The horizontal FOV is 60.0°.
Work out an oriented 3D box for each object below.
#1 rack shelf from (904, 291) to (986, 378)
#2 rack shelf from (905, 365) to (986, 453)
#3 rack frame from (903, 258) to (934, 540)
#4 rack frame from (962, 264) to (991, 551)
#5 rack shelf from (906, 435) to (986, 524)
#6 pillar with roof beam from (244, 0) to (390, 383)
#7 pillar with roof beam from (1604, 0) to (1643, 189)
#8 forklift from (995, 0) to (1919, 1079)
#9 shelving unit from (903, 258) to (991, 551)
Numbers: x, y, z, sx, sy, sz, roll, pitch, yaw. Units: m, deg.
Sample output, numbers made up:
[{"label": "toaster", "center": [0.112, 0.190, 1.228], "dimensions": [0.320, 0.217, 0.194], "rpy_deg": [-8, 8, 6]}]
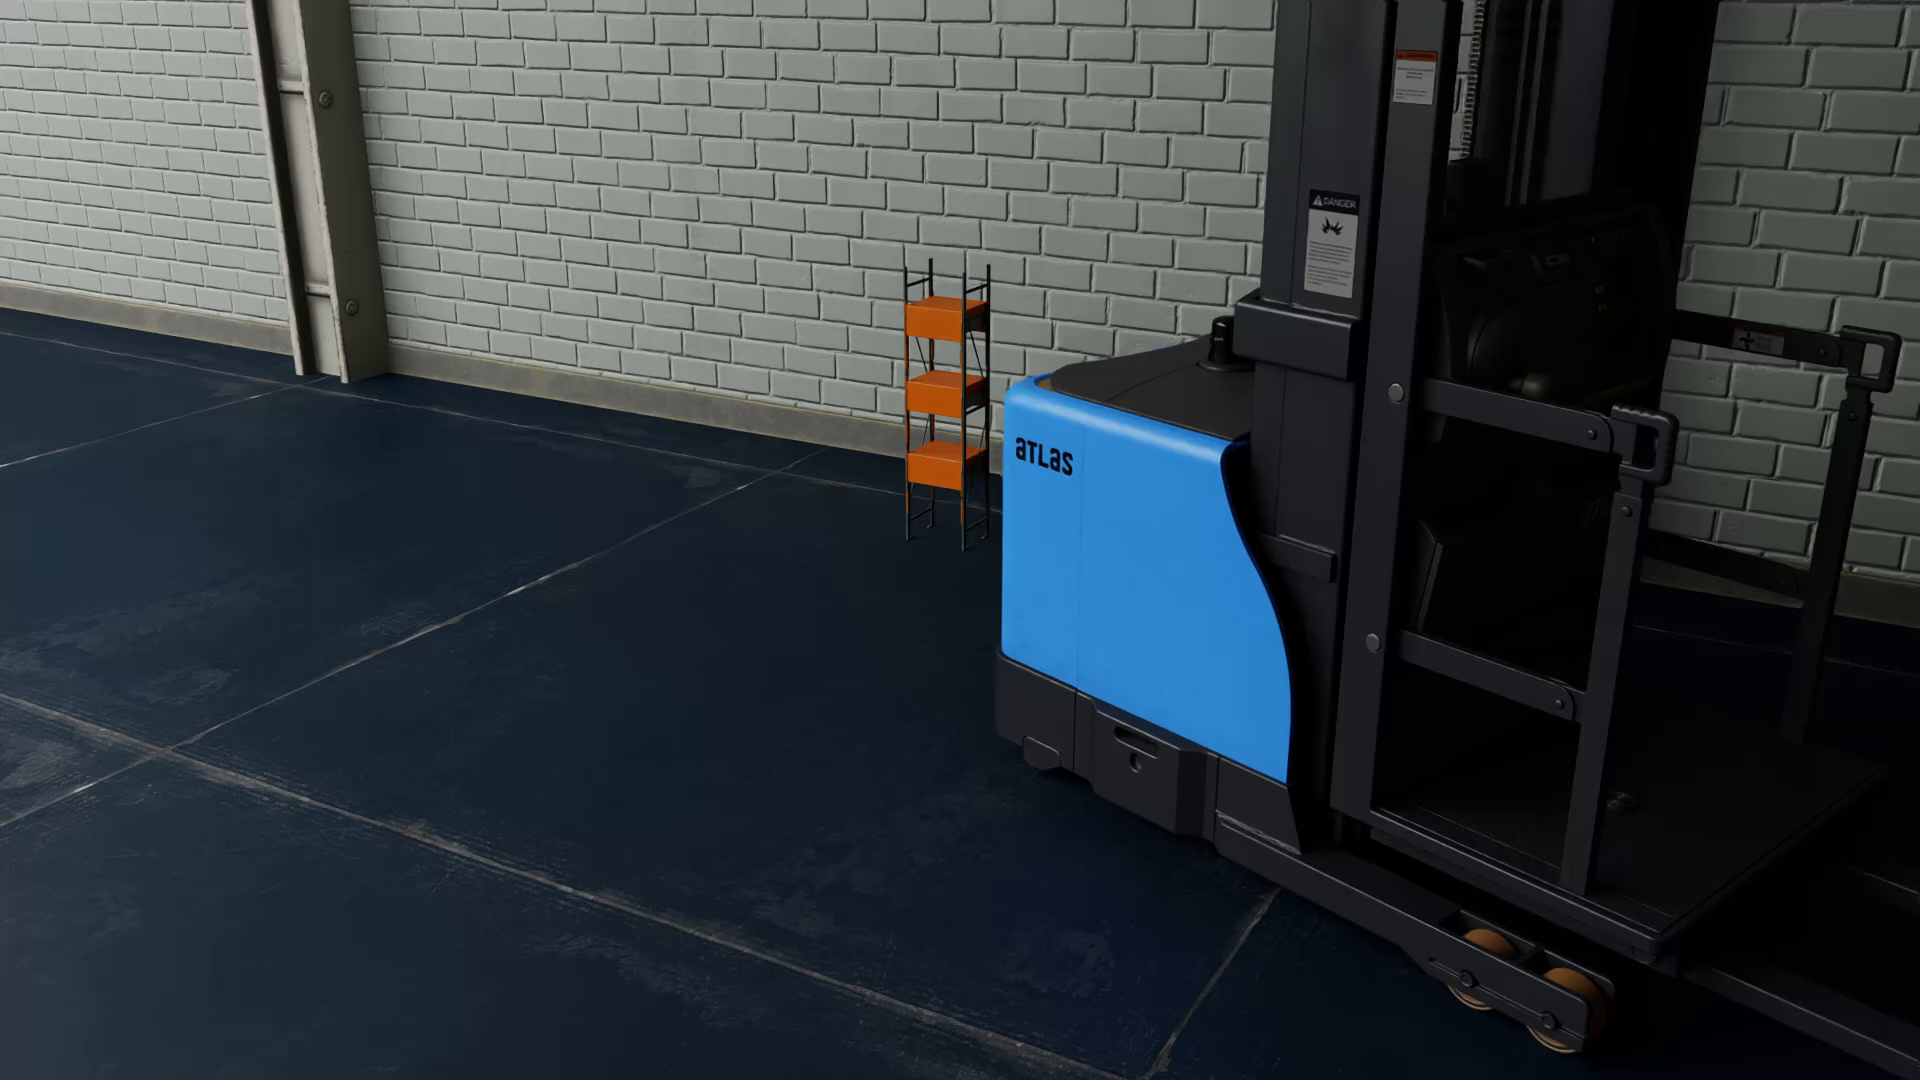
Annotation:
[{"label": "rack shelf", "center": [-0.047, -0.759, 6.117], "dimensions": [0.240, 0.259, 0.215], "rpy_deg": [11, 23, 27]}, {"label": "rack shelf", "center": [-0.047, -0.492, 6.214], "dimensions": [0.240, 0.259, 0.215], "rpy_deg": [11, 23, 27]}, {"label": "rack frame", "center": [-0.153, -0.523, 6.266], "dimensions": [0.008, 1.050, 0.200], "rpy_deg": [11, 23, 27]}, {"label": "rack frame", "center": [0.060, -0.482, 6.155], "dimensions": [0.008, 1.050, 0.200], "rpy_deg": [11, 23, 27]}, {"label": "rack shelf", "center": [-0.047, -0.231, 6.309], "dimensions": [0.240, 0.259, 0.215], "rpy_deg": [11, 23, 27]}, {"label": "pillar with roof beam", "center": [-5.359, -3.836, 3.745], "dimensions": [0.400, 9.000, 9.100], "rpy_deg": [11, 23, 27]}, {"label": "pillar with roof beam", "center": [-0.121, -2.839, 0.994], "dimensions": [0.400, 9.000, 9.100], "rpy_deg": [11, 23, 27]}, {"label": "forklift", "center": [1.445, -0.513, 3.482], "dimensions": [1.130, 2.935, 3.031], "rpy_deg": [-17, 26, -38]}, {"label": "shelving unit", "center": [-0.047, -0.502, 6.211], "dimensions": [0.252, 1.050, 0.215], "rpy_deg": [11, 23, 27]}]
